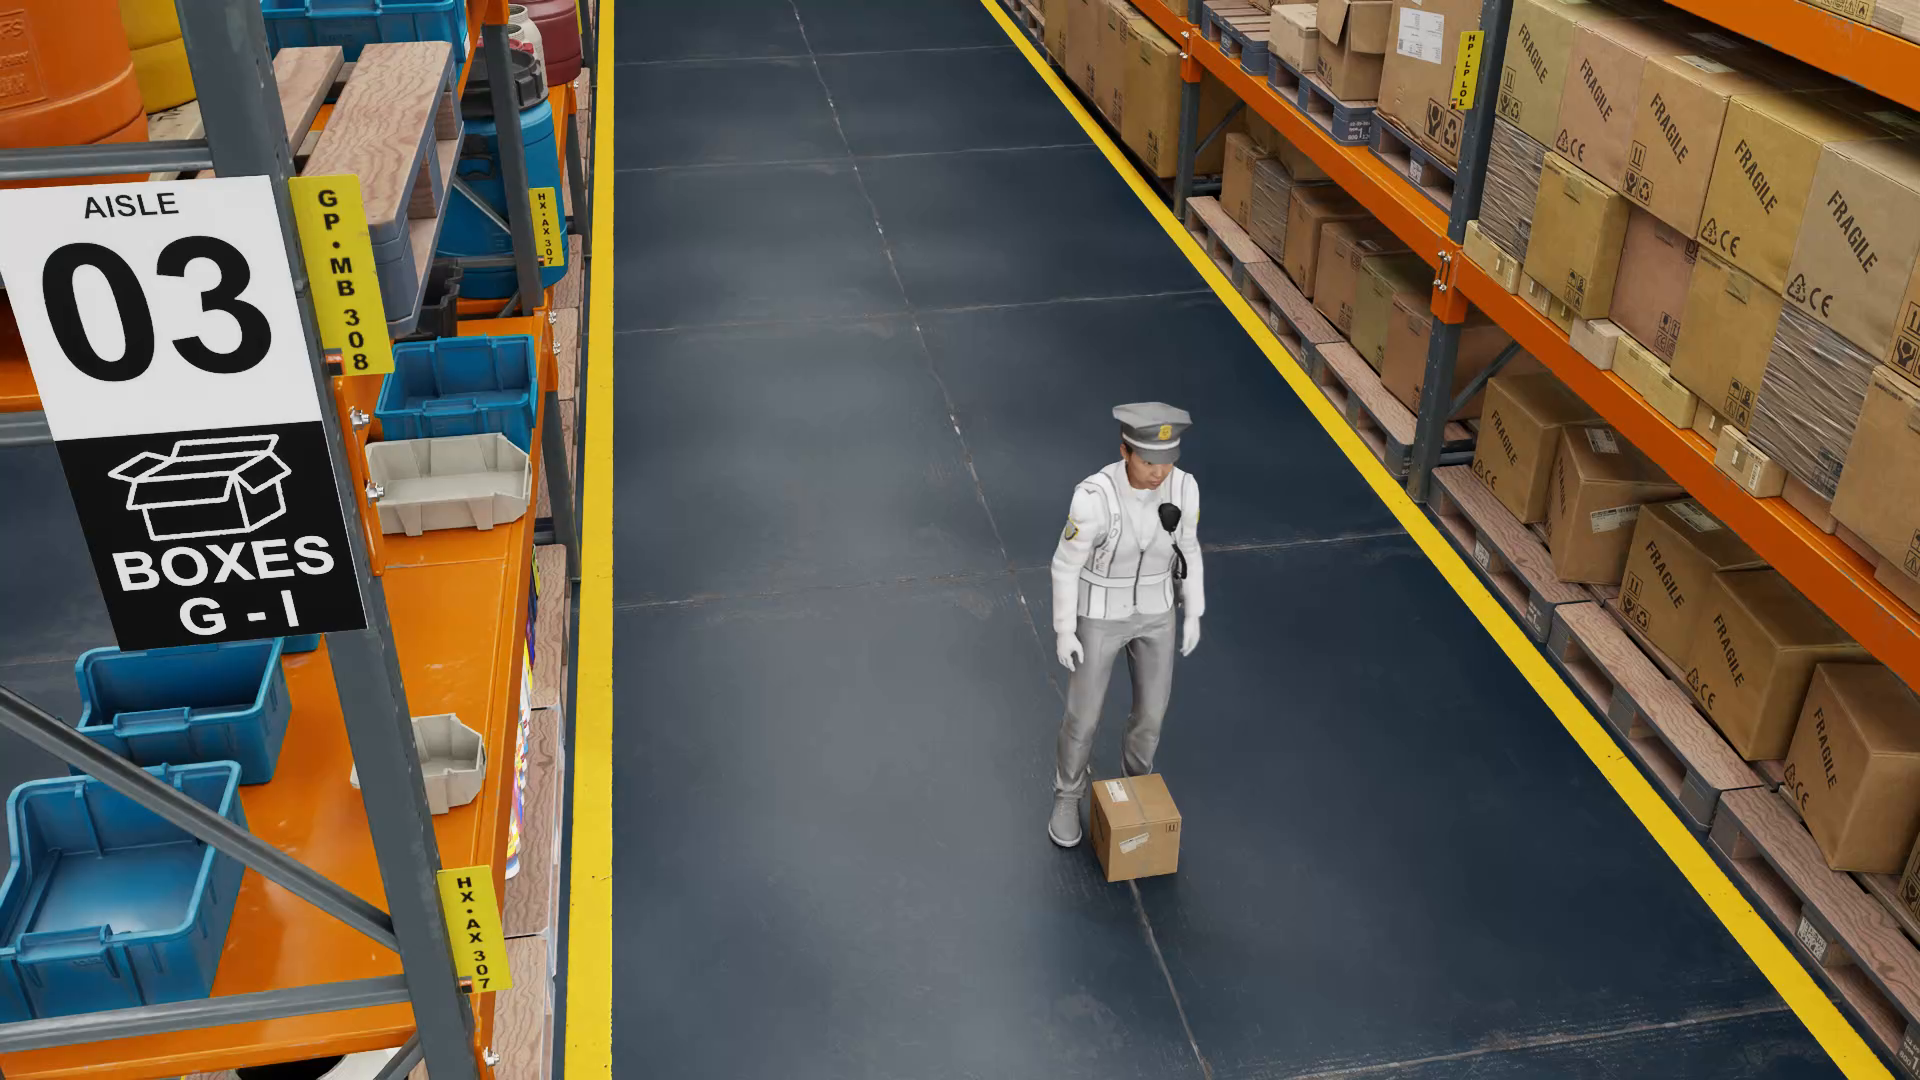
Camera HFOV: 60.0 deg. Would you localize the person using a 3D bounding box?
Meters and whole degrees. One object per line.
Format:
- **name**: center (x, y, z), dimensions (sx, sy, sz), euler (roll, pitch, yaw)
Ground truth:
- **person**: center (0.568, 0.277, 5.662), dimensions (0.547, 1.667, 0.369), euler (-7, 32, -11)
